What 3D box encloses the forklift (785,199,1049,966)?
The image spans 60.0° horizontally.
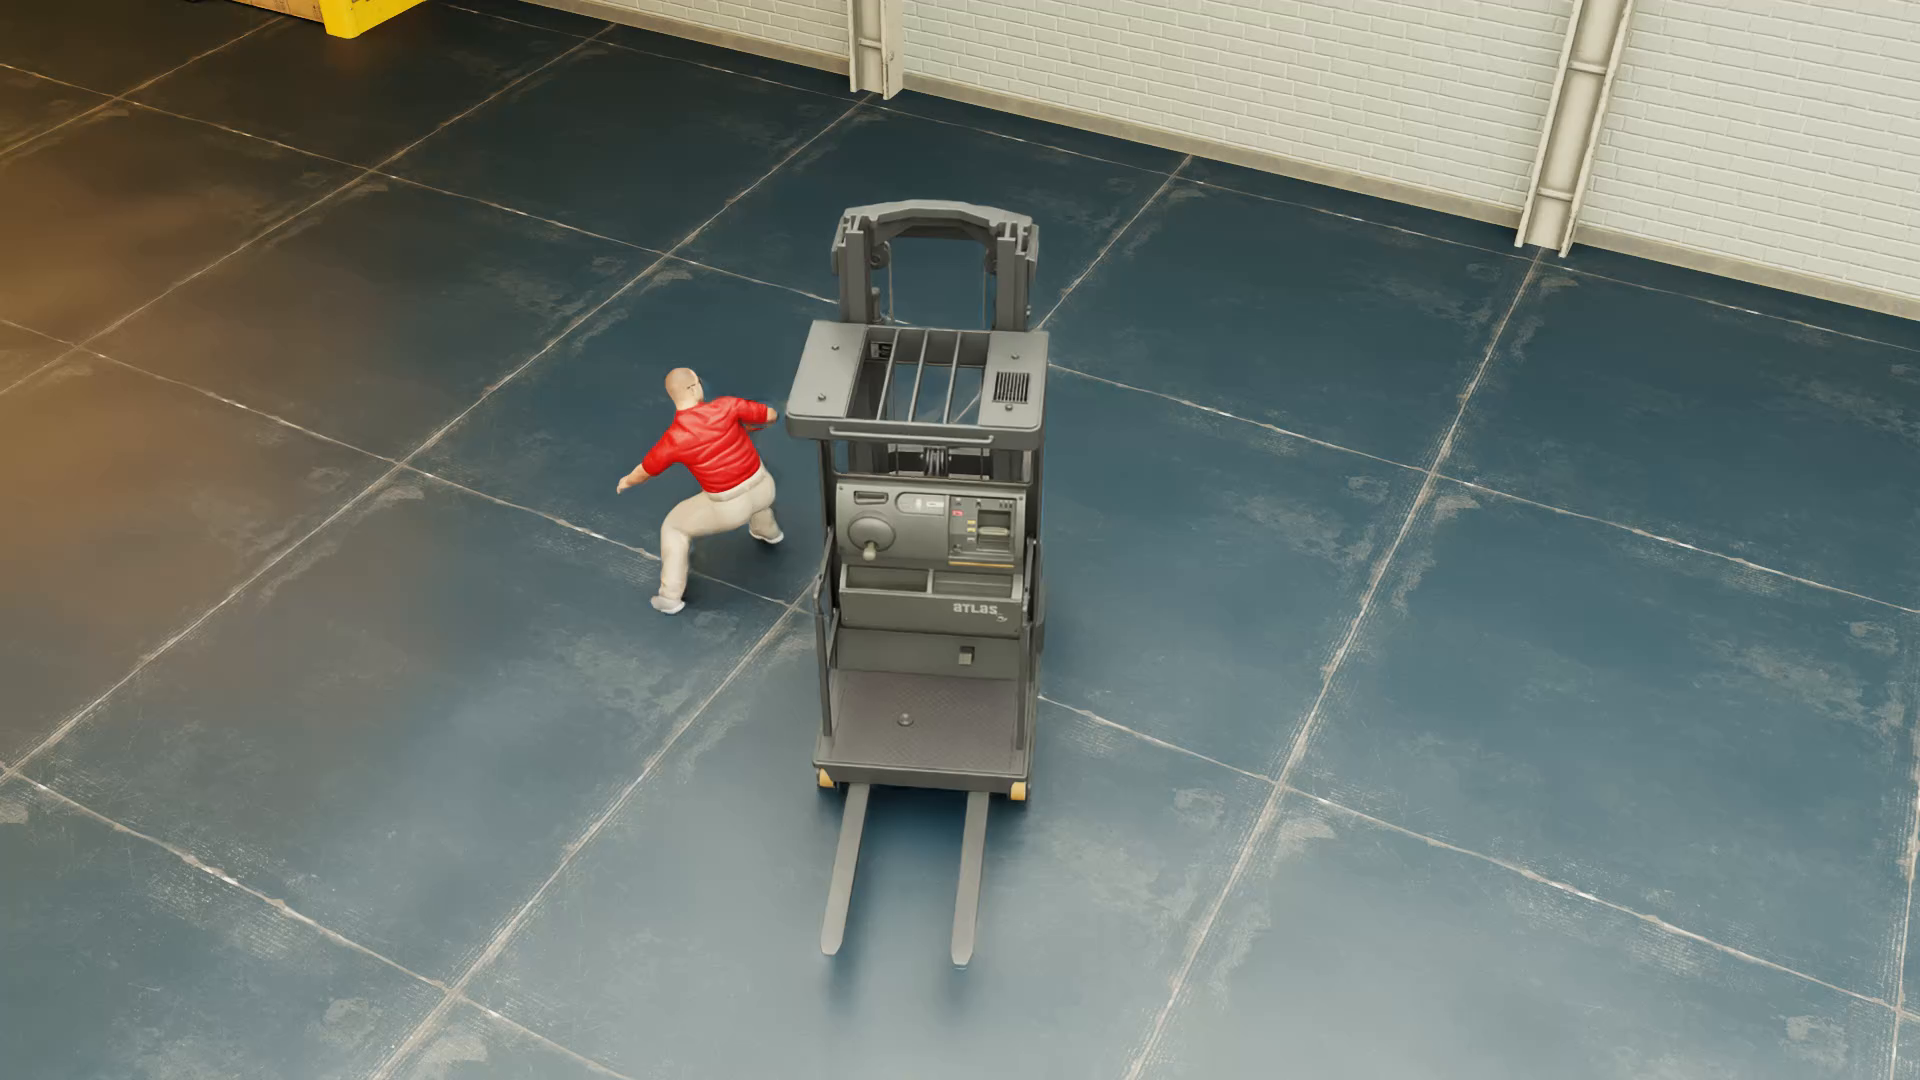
[{"bbox_3d":[-0.162,0.003,7.982,1.130,2.935,3.031,3,40,4],"label":"forklift"}]

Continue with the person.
[{"bbox_3d":[-1.487,-0.343,9.586,0.909,1.523,0.773,-26,47,-27],"label":"person"}]
